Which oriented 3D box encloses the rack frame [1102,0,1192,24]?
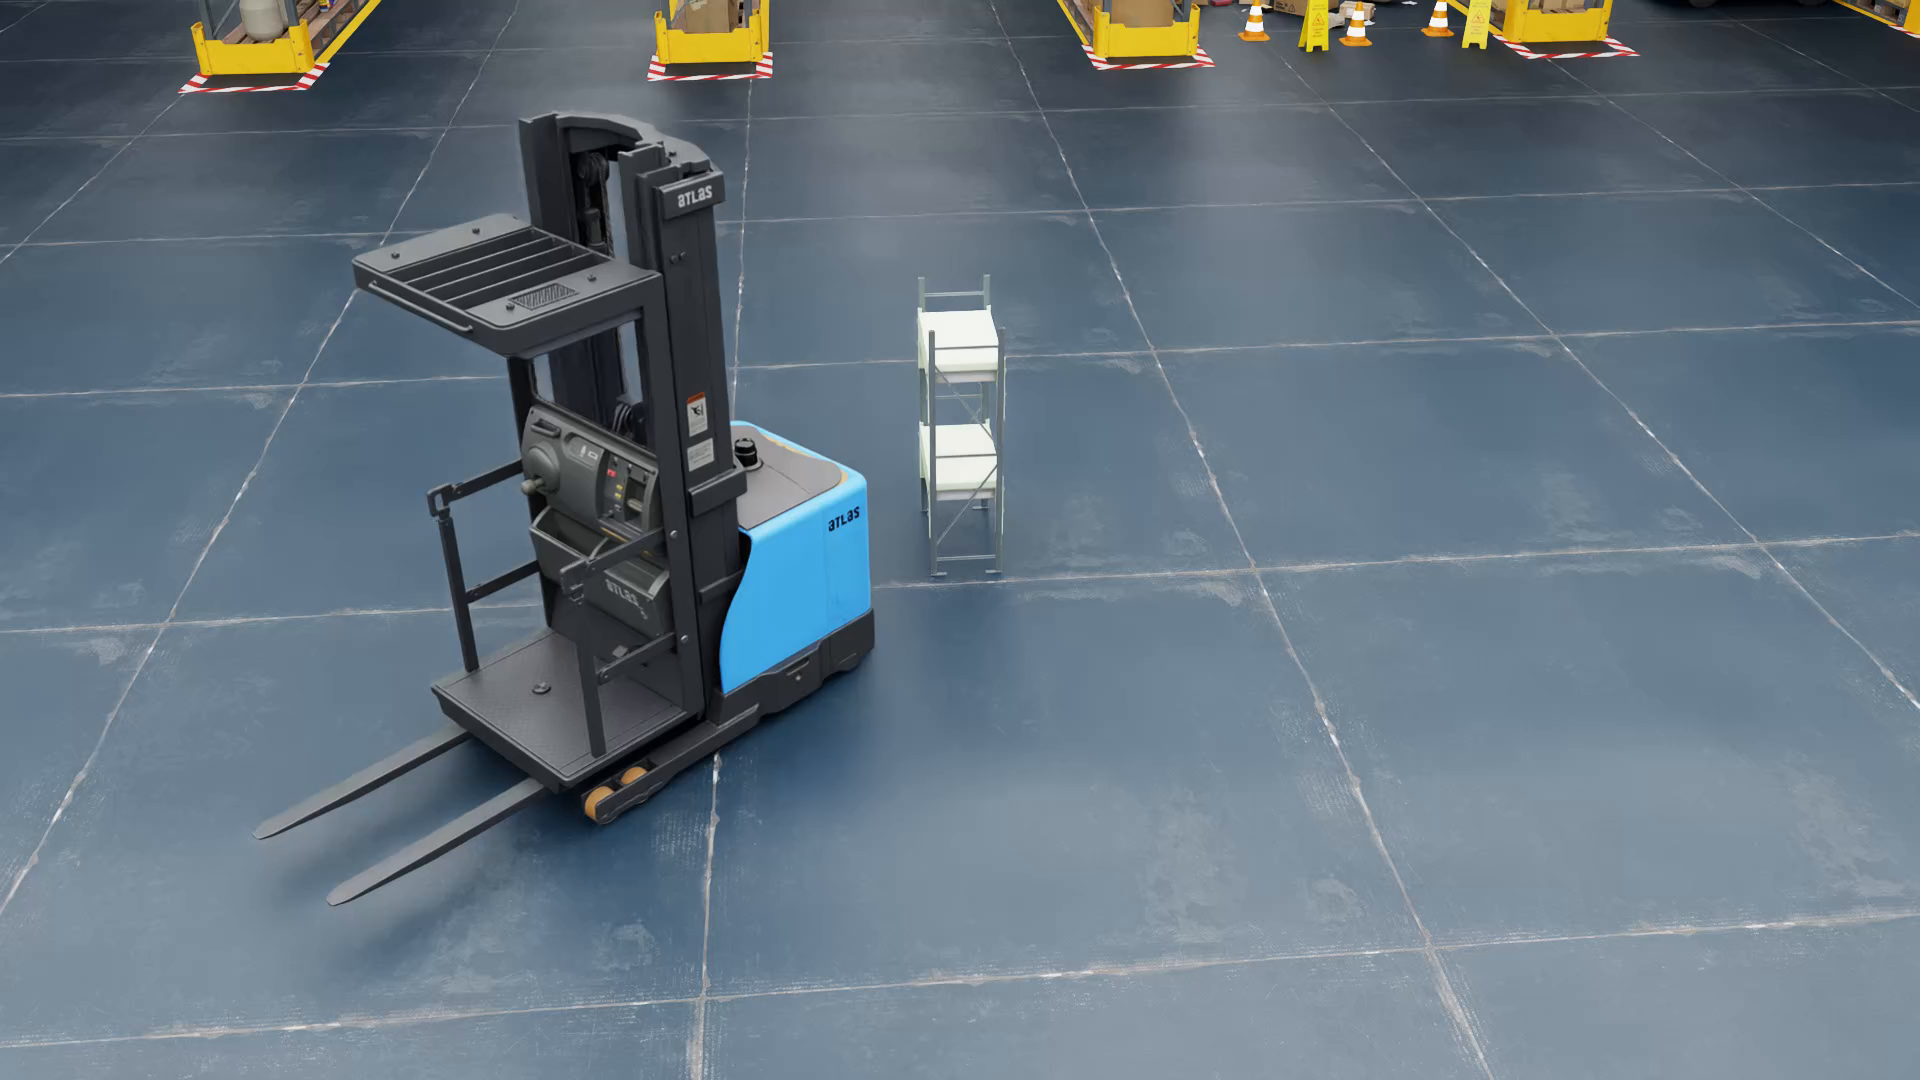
[{"bbox_3d":[2.124,-6.913,18.398,1.000,3.000,0.127,-3,31,-5],"label":"rack frame"}]

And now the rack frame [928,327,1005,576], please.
[{"bbox_3d":[0.035,-0.454,9.047,0.400,1.500,0.023,-3,31,-5],"label":"rack frame"}]

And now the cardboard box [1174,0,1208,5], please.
[{"bbox_3d":[2.917,-7.140,21.213,0.500,0.500,0.500,2,31,4],"label":"cardboard box"}]

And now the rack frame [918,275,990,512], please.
[{"bbox_3d":[-0.034,-0.827,9.673,0.400,1.500,0.023,-3,31,-5],"label":"rack frame"}]

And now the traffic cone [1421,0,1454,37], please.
[{"bbox_3d":[5.719,-6.270,19.796,0.336,0.463,0.334,-3,31,-5],"label":"traffic cone"}]

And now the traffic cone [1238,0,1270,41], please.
[{"bbox_3d":[3.489,-6.163,19.617,0.336,0.463,0.334,-3,31,-5],"label":"traffic cone"}]

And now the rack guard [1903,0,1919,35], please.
[{"bbox_3d":[11.987,-6.356,19.903,1.175,0.500,0.348,-3,31,-5],"label":"rack guard"}]

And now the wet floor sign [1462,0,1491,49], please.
[{"bbox_3d":[5.996,-6.043,19.237,0.267,0.644,0.232,8,32,13],"label":"wet floor sign"}]

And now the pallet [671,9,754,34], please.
[{"bbox_3d":[-2.871,-5.985,19.564,1.003,0.211,1.213,-3,31,-5],"label":"pallet"}]

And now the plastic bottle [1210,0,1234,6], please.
[{"bbox_3d":[3.336,-6.843,21.146,0.283,0.061,0.133,-14,33,-22],"label":"plastic bottle"}]

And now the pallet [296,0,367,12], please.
[{"bbox_3d":[-8.107,-6.990,21.246,1.003,0.211,1.213,-3,31,-5],"label":"pallet"}]

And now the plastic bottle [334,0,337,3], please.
[{"bbox_3d":[-7.655,-6.674,20.230,0.097,0.271,0.097,0,31,0],"label":"plastic bottle"}]

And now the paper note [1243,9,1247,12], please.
[{"bbox_3d":[3.565,-6.647,20.868,0.032,0.001,0.123,13,33,21],"label":"paper note"}]

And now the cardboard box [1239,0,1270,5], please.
[{"bbox_3d":[3.745,-6.992,21.197,0.396,0.266,0.258,2,31,4],"label":"cardboard box"}]

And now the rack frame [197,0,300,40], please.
[{"bbox_3d":[-7.755,-6.490,17.690,1.000,3.000,0.127,-3,31,-5],"label":"rack frame"}]

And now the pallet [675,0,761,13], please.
[{"bbox_3d":[-2.982,-6.606,20.604,1.003,0.211,1.213,-3,31,-5],"label":"pallet"}]

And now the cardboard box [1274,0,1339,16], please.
[{"bbox_3d":[4.359,-6.905,20.820,0.637,0.503,0.797,27,40,37],"label":"cardboard box"}]

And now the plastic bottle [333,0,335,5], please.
[{"bbox_3d":[-7.646,-6.623,20.144,0.097,0.271,0.097,0,31,0],"label":"plastic bottle"}]

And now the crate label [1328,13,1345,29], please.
[{"bbox_3d":[4.510,-6.302,20.167,0.250,0.136,0.298,-20,36,-30],"label":"crate label"}]

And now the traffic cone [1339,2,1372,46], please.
[{"bbox_3d":[4.645,-6.043,19.417,0.336,0.463,0.334,-3,31,-5],"label":"traffic cone"}]

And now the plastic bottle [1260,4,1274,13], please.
[{"bbox_3d":[3.806,-6.677,20.869,0.133,0.061,0.283,-14,33,-22],"label":"plastic bottle"}]

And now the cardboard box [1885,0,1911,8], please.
[{"bbox_3d":[11.626,-6.666,20.257,0.500,0.250,0.500,-3,31,-4],"label":"cardboard box"}]

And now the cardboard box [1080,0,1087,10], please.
[{"bbox_3d":[1.911,-6.973,20.162,0.875,0.875,0.875,-3,31,-5],"label":"cardboard box"}]

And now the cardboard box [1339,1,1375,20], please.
[{"bbox_3d":[4.910,-6.550,20.570,0.380,0.149,0.250,13,33,21],"label":"cardboard box"}]

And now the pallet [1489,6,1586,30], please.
[{"bbox_3d":[6.995,-6.460,20.359,1.003,0.211,1.213,-3,31,-5],"label":"pallet"}]

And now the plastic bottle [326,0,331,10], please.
[{"bbox_3d":[-7.624,-6.471,19.957,0.097,0.201,0.097,0,31,0],"label":"plastic bottle"}]

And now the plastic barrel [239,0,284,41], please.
[{"bbox_3d":[-7.892,-5.934,18.776,0.421,0.512,0.421,0,31,0],"label":"plastic barrel"}]

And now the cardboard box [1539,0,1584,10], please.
[{"bbox_3d":[7.243,-6.627,20.191,0.500,0.250,0.500,-3,31,-5],"label":"cardboard box"}]

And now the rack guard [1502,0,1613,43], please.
[{"bbox_3d":[7.036,-6.167,19.588,1.175,0.500,0.348,-3,31,-5],"label":"rack guard"}]

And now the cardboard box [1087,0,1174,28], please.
[{"bbox_3d":[1.995,-6.524,19.410,0.875,0.875,0.875,-3,31,-4],"label":"cardboard box"}]

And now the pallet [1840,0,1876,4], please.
[{"bbox_3d":[11.761,-7.254,21.689,1.003,0.211,1.213,-3,31,-5],"label":"pallet"}]

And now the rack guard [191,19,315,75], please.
[{"bbox_3d":[-7.809,-5.453,18.392,1.175,0.500,0.348,-3,31,-5],"label":"rack guard"}]

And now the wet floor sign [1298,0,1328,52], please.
[{"bbox_3d":[4.098,-5.982,19.136,0.267,0.644,0.232,-8,32,-13],"label":"wet floor sign"}]

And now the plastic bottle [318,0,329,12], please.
[{"bbox_3d":[-7.614,-6.448,19.851,0.097,0.271,0.097,0,31,0],"label":"plastic bottle"}]

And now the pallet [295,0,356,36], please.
[{"bbox_3d":[-7.990,-6.365,20.201,1.003,0.211,1.213,-3,31,-5],"label":"pallet"}]

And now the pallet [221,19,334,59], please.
[{"bbox_3d":[-7.879,-5.744,19.161,1.003,0.211,1.213,-3,31,-5],"label":"pallet"}]

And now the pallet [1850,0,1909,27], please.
[{"bbox_3d":[11.872,-6.633,20.648,1.003,0.211,1.213,-3,31,-5],"label":"pallet"}]

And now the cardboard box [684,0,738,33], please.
[{"bbox_3d":[-2.865,-6.154,19.155,0.500,0.500,0.500,3,31,5],"label":"cardboard box"}]

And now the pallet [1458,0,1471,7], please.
[{"bbox_3d":[6.885,-7.081,21.399,1.003,0.211,1.213,-3,31,-5],"label":"pallet"}]

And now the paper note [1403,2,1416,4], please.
[{"bbox_3d":[5.735,-6.848,21.185,0.142,0.019,0.148,-14,33,-22],"label":"paper note"}]

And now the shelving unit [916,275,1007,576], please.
[{"bbox_3d":[0.001,-0.640,9.360,0.431,1.500,0.755,-3,31,-5],"label":"shelving unit"}]

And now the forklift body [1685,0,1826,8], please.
[{"bbox_3d":[9.991,-7.958,20.975,2.313,2.155,1.214,-3,31,-5],"label":"forklift body"}]

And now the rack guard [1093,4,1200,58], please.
[{"bbox_3d":[2.127,-5.827,19.019,1.175,0.500,0.348,-3,31,-5],"label":"rack guard"}]

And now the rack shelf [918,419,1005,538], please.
[{"bbox_3d":[0.001,-0.361,9.527,0.431,0.370,0.720,-3,31,-5],"label":"rack shelf"}]

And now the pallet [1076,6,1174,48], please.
[{"bbox_3d":[1.972,-6.120,19.791,1.003,0.211,1.213,-3,31,-5],"label":"pallet"}]

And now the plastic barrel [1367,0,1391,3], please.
[{"bbox_3d":[5.343,-7.078,21.186,0.512,0.421,0.421,20,36,29],"label":"plastic barrel"}]

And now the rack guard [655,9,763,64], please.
[{"bbox_3d":[-2.831,-5.692,18.793,1.175,0.500,0.348,-3,31,-5],"label":"rack guard"}]

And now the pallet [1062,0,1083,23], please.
[{"bbox_3d":[1.861,-6.742,20.831,1.003,0.211,1.213,-3,31,-5],"label":"pallet"}]

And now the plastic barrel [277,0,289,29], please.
[{"bbox_3d":[-7.939,-6.190,19.205,0.421,0.512,0.421,0,31,0],"label":"plastic barrel"}]

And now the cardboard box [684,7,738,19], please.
[{"bbox_3d":[-2.955,-6.457,19.663,0.500,0.500,0.500,5,31,8],"label":"cardboard box"}]

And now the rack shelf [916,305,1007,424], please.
[{"bbox_3d":[0.001,-0.976,9.160,0.431,0.370,0.720,-3,31,-5],"label":"rack shelf"}]

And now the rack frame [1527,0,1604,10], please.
[{"bbox_3d":[7.043,-7.202,18.882,1.000,3.000,0.127,-3,31,-5],"label":"rack frame"}]

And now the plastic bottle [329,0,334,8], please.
[{"bbox_3d":[-7.617,-6.569,20.043,0.061,0.283,0.133,-2,31,-4],"label":"plastic bottle"}]

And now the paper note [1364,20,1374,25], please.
[{"bbox_3d":[4.973,-6.314,20.291,0.148,0.019,0.142,-14,33,-22],"label":"paper note"}]

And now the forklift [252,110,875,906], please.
[{"bbox_3d":[-1.805,-0.259,7.326,1.130,2.935,3.031,25,39,35],"label":"forklift"}]

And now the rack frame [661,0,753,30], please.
[{"bbox_3d":[-2.823,-6.727,18.087,1.000,3.000,0.127,-3,31,-5],"label":"rack frame"}]

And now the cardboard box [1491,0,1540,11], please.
[{"bbox_3d":[6.698,-6.614,20.169,0.500,0.250,0.500,-3,31,-5],"label":"cardboard box"}]
